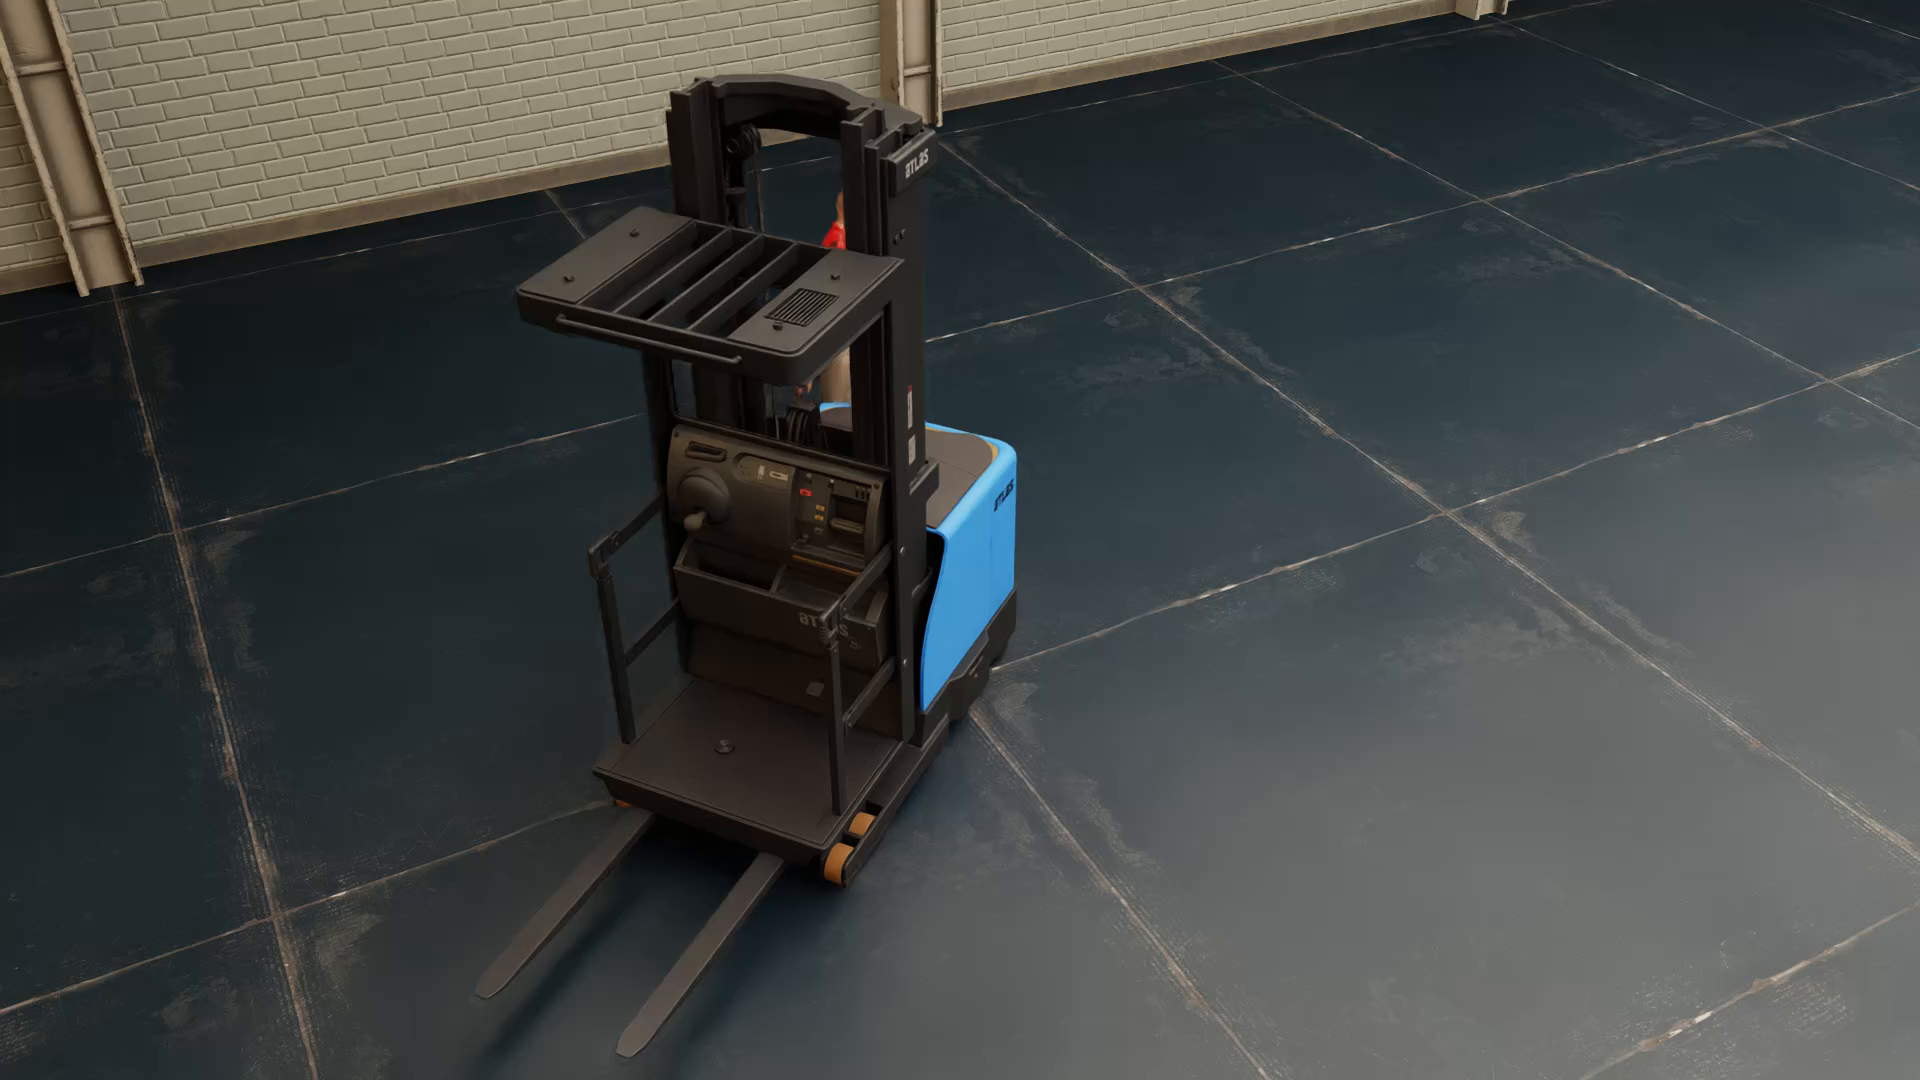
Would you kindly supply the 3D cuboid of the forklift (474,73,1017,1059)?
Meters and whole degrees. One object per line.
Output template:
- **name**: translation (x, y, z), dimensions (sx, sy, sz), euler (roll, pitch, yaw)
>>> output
- **forklift**: translation (-0.809, -0.097, 6.260), dimensions (1.130, 2.935, 3.031), euler (15, 38, 20)

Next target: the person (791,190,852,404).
- **person**: translation (-0.647, -1.009, 8.699), dimensions (0.497, 1.711, 0.899), euler (10, 36, 14)
